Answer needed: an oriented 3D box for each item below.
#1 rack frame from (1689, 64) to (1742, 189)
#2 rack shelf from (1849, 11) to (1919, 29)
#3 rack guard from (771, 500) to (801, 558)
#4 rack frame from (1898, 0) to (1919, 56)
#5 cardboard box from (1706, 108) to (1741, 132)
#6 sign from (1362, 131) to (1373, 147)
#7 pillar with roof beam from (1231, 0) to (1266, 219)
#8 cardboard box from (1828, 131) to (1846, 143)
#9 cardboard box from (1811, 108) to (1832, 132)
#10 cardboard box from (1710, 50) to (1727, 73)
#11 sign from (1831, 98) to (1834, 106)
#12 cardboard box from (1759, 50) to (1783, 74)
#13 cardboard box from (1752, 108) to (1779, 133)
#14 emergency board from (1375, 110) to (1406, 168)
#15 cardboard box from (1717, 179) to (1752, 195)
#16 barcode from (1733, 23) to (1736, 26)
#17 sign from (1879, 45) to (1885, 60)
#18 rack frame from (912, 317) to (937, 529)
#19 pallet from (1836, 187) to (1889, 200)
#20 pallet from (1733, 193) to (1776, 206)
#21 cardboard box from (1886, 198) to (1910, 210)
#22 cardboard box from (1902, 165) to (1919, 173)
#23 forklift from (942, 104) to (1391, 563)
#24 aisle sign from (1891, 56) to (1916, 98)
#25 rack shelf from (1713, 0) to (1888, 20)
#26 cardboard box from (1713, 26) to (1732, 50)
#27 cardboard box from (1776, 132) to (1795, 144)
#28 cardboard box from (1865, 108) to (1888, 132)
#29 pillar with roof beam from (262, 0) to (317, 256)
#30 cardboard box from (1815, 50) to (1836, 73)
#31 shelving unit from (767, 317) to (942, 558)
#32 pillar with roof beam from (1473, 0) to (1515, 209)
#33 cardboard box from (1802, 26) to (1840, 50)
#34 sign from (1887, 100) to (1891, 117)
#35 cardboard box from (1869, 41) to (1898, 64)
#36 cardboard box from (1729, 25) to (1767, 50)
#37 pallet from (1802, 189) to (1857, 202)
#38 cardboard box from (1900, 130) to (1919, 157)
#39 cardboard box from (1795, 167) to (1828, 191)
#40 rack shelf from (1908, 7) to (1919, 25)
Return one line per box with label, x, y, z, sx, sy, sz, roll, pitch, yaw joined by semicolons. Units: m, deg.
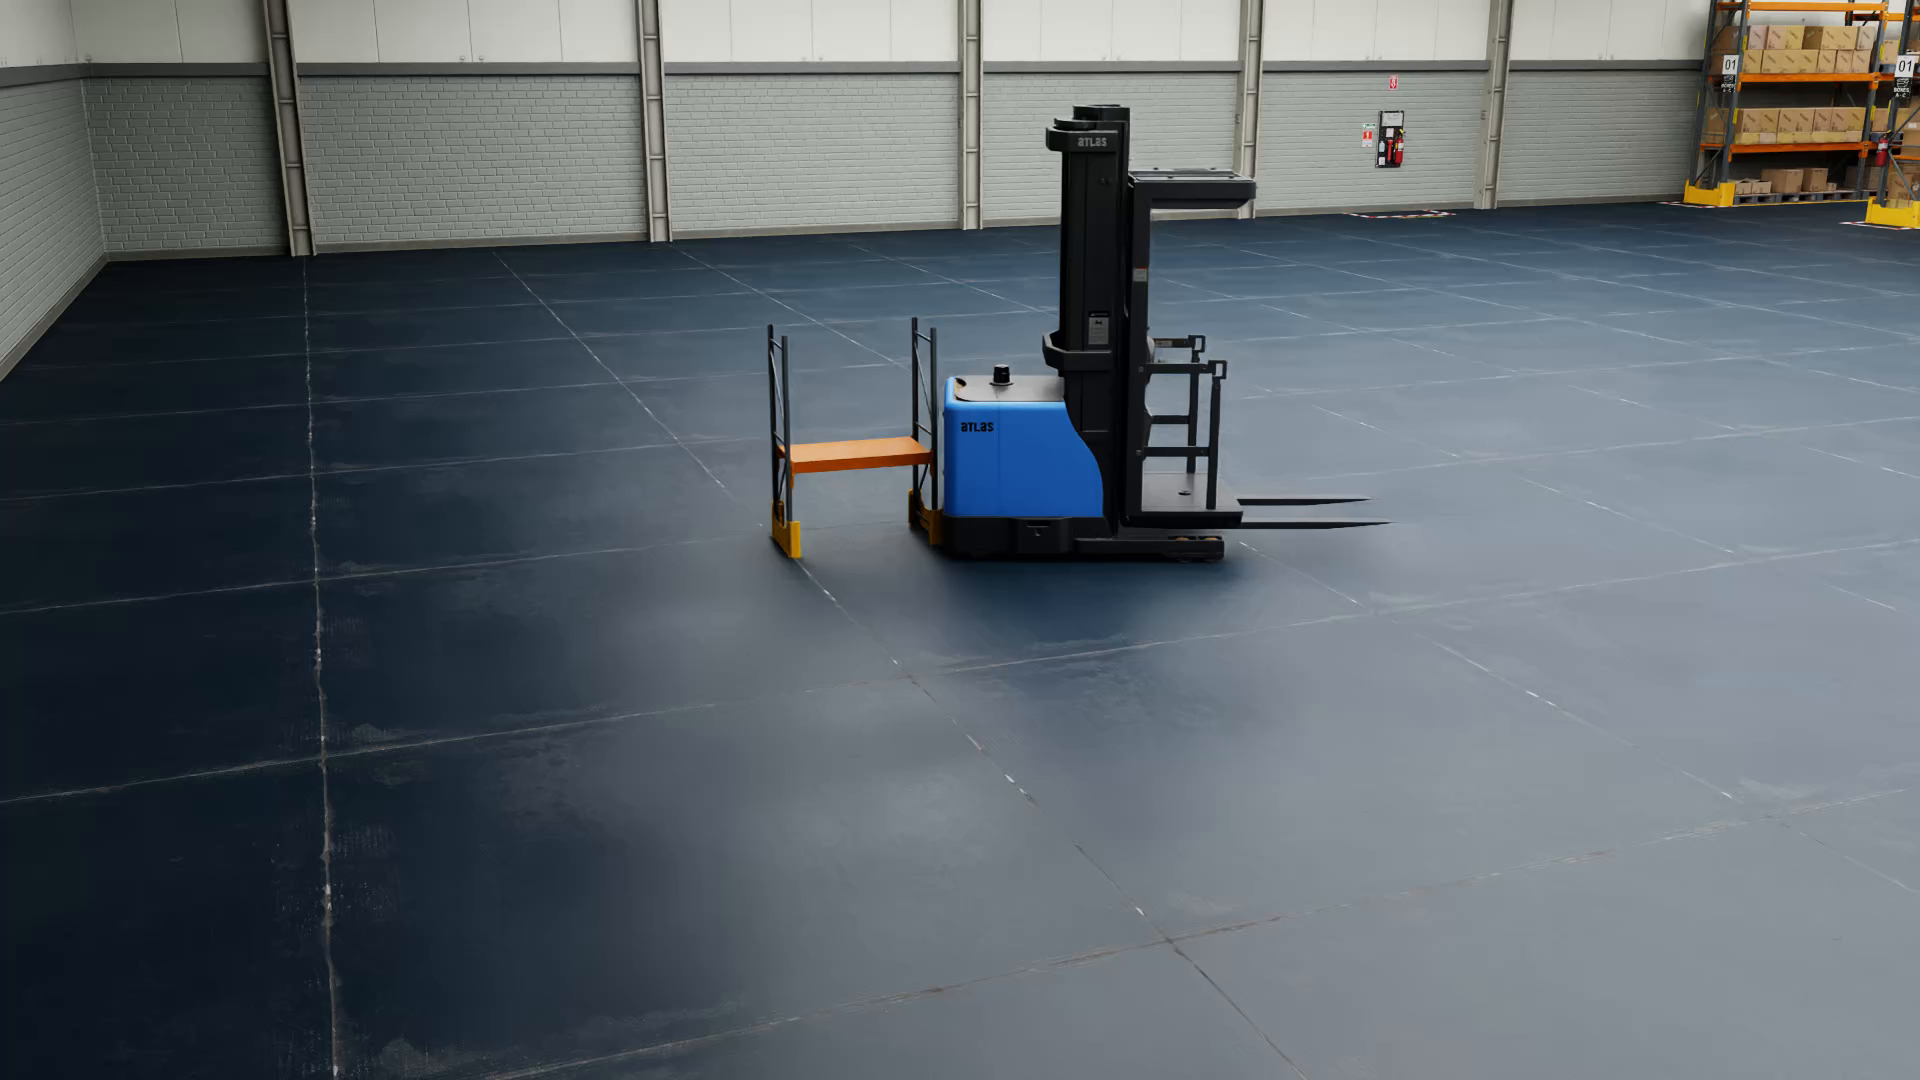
rack frame;16.661;-8.953;36.763;0.127;3.000;1.000;-6;17;-20
rack shelf;22.263;-11.899;38.135;4.000;0.370;1.077;-6;17;-20
rack guard;-1.195;-0.079;11.422;0.087;0.250;0.587;-5;17;-17
rack frame;18.437;-10.529;31.480;0.127;3.000;1.000;-6;17;-20
cardboard box;17.025;-9.354;37.028;0.500;0.500;0.500;-6;18;-21
sign;8.528;-8.396;34.801;0.234;0.329;0.001;-6;17;-20
pillar with roof beam;7.340;-9.787;28.956;0.400;9.000;9.100;-6;17;-20
cardboard box;19.594;-9.118;37.557;0.500;0.250;0.500;-6;17;-20
cardboard box;19.127;-9.425;37.270;0.500;0.500;0.500;-7;18;-22
cardboard box;16.960;-10.559;36.693;0.500;0.500;0.500;-5;17;-16
sign;20.194;-10.058;38.469;0.005;0.325;0.100;-6;17;-20
cardboard box;17.577;-10.463;36.366;0.500;0.500;0.500;-5;17;-16
cardboard box;17.679;-9.267;36.731;0.500;0.500;0.500;-6;17;-20
emergency board;9.081;-8.407;34.904;0.643;1.169;0.194;-6;17;-20
cardboard box;17.339;-7.920;37.237;0.500;0.311;0.500;-8;18;-26
barcode;17.145;-11.411;36.792;0.075;0.075;0.001;-6;17;-20
sign;20.597;-10.902;37.157;0.005;0.325;0.100;-6;17;-20
rack frame;-0.246;-0.764;11.539;0.032;1.500;0.500;-5;17;-17
pallet;21.122;-8.097;38.798;1.213;0.211;1.003;-6;17;-20
pallet;17.503;-7.695;37.429;1.213;0.211;1.003;-6;17;-20
cardboard box;18.832;-6.664;33.103;0.500;0.250;0.500;-6;17;-20
cardboard box;22.033;-8.553;39.055;0.500;0.500;0.700;-6;17;-19
forklift;1.397;-1.406;11.185;3.031;2.935;1.130;0;16;0
aisle sign;18.270;-8.968;32.200;0.004;0.787;0.394;-6;17;-20
rack shelf;18.528;-11.686;36.706;4.000;0.370;1.077;-6;17;-20
cardboard box;16.970;-11.042;36.565;0.500;0.500;0.500;-5;17;-18
cardboard box;18.187;-8.962;37.025;0.500;0.250;0.500;-6;18;-21
cardboard box;20.883;-9.658;38.204;0.500;0.500;0.700;-6;17;-20
pillar with roof beam;-9.468;-7.972;22.776;0.400;9.000;9.100;-6;17;-20
cardboard box;19.032;-10.624;36.915;0.500;0.500;0.500;-7;18;-22
shelving unit;-0.721;-0.721;11.392;1.083;1.500;0.587;-5;17;-17
pillar with roof beam;12.942;-10.392;31.016;0.400;9.000;9.100;-6;17;-20
cardboard box;19.033;-11.098;36.754;0.500;0.500;0.500;-7;18;-22
sign;18.255;-8.464;32.620;0.005;0.325;0.100;-6;17;-20
cardboard box;20.935;-11.079;37.756;0.500;0.500;0.500;-4;17;-12
cardboard box;17.107;-10.905;36.097;0.500;0.500;0.500;-8;18;-24
pallet;19.781;-7.941;38.267;1.213;0.211;1.003;-6;17;-20
cardboard box;18.877;-7.742;32.460;0.500;0.500;0.700;-6;17;-20
cardboard box;19.441;-8.253;38.034;0.500;0.500;0.500;-8;18;-24
rack shelf;20.304;-10.193;32.325;4.000;0.370;1.077;-6;17;-20
